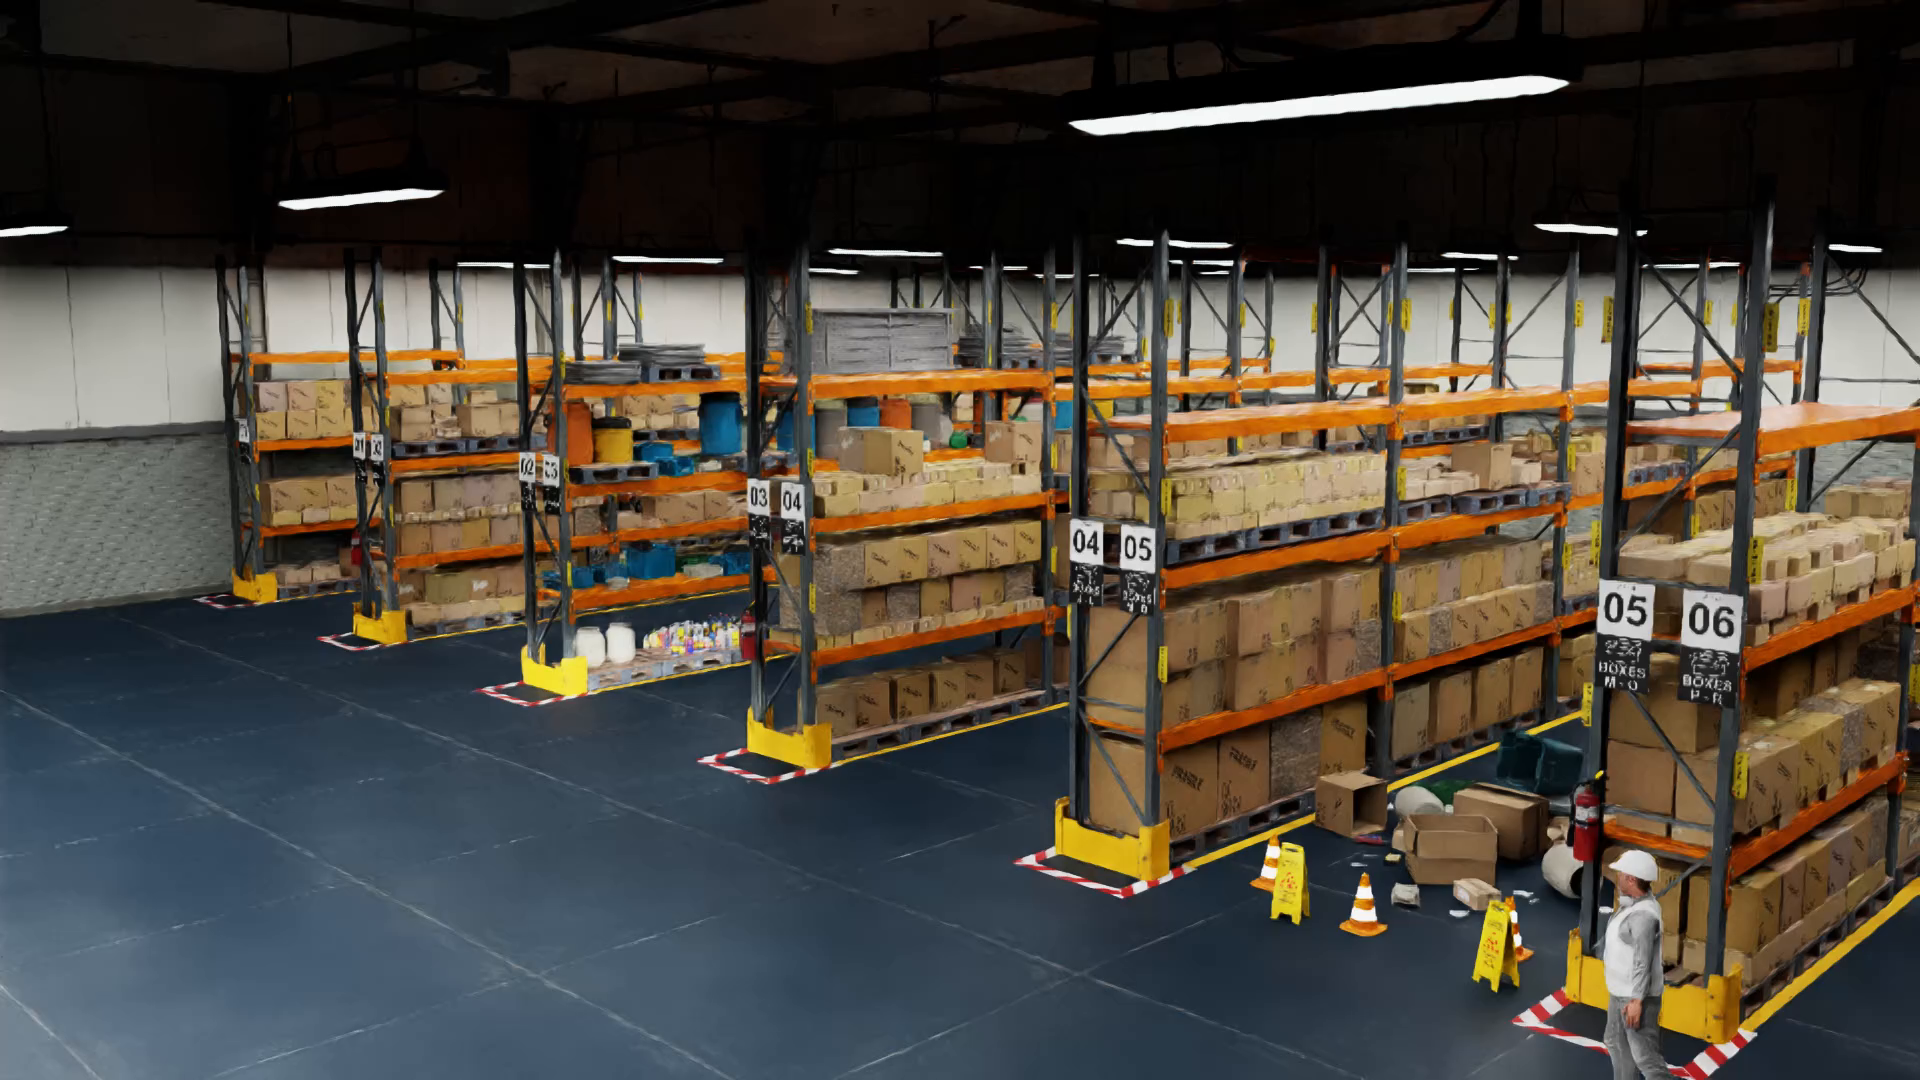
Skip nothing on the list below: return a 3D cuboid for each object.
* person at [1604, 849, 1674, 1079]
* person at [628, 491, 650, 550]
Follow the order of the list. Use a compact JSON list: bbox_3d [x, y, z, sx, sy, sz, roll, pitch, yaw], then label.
[{"bbox_3d":[4.322,2.831,10.488,0.536,1.765,0.628,3,8,18],"label":"person"},{"bbox_3d":[-6.192,-0.216,32.226,0.677,1.674,0.534,7,11,42],"label":"person"}]
